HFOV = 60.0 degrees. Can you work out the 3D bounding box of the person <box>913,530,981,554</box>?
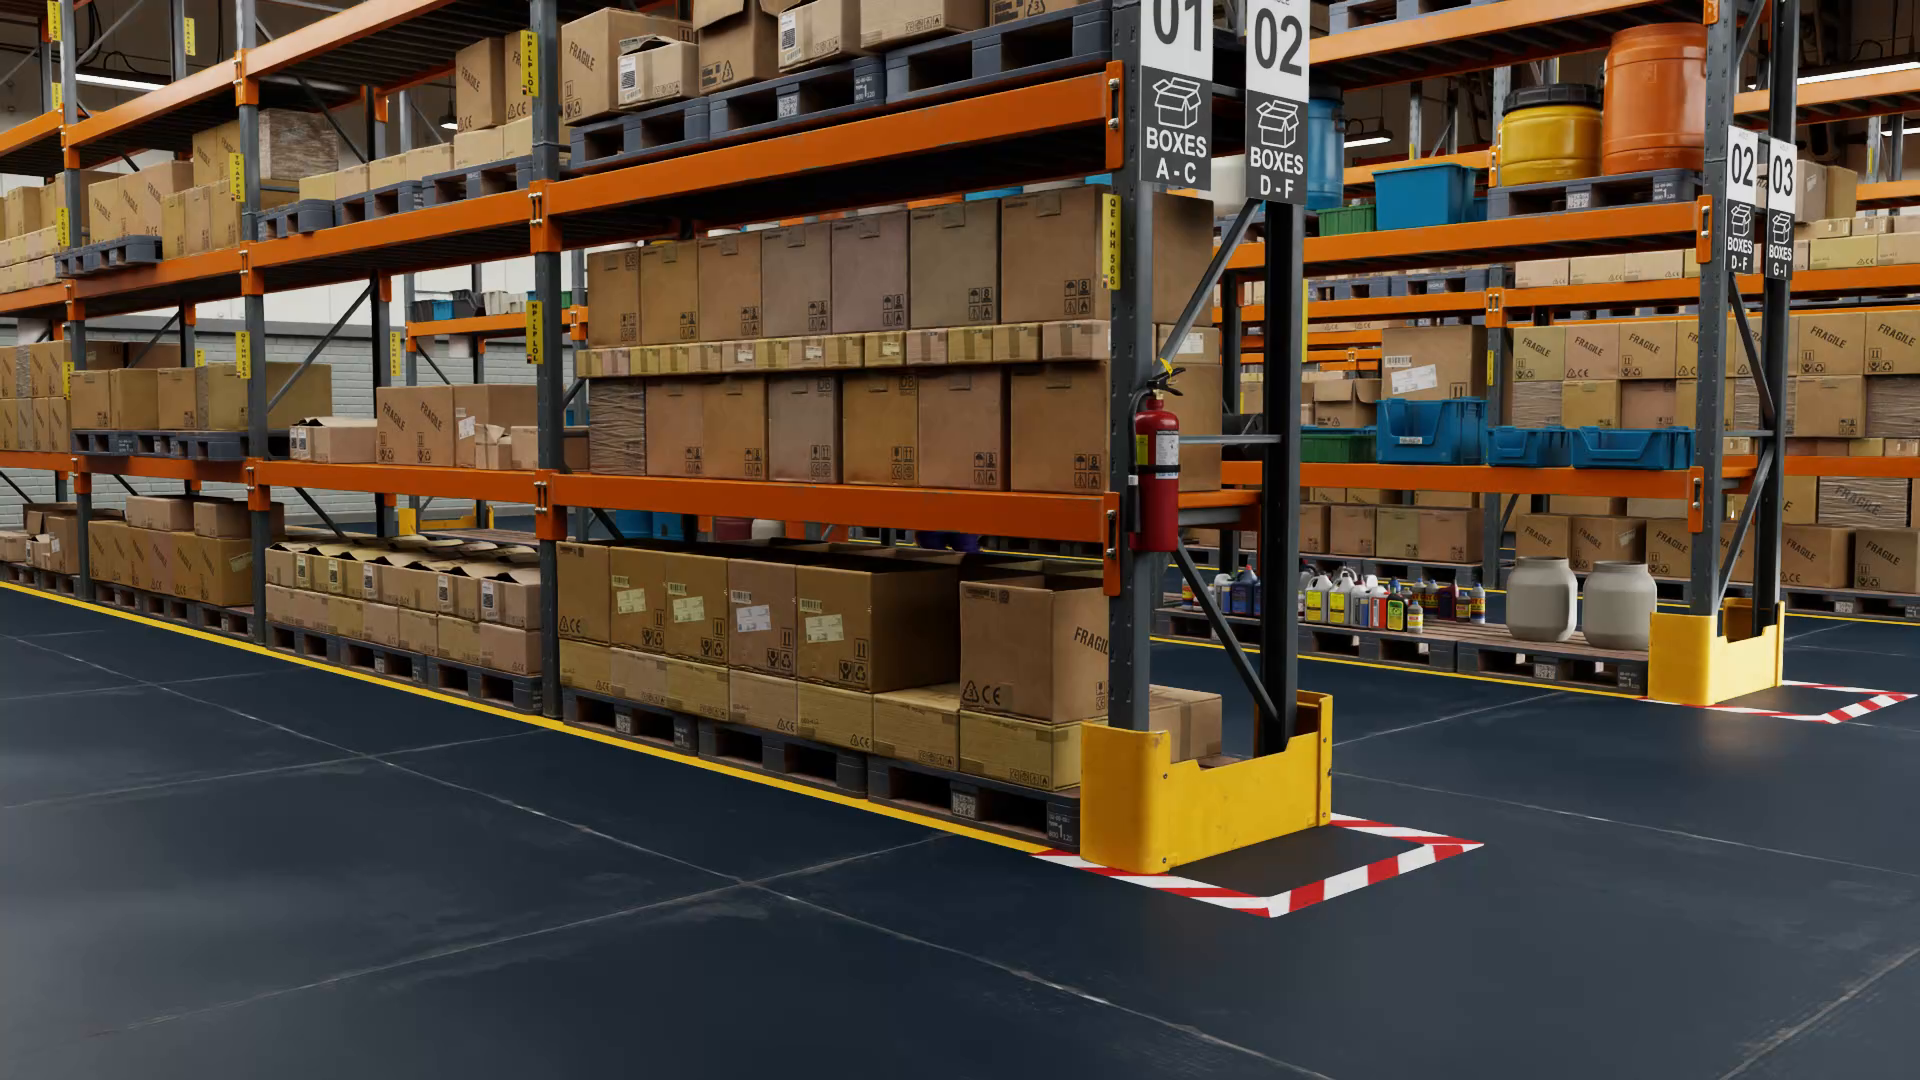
[{"bbox_3d":[-0.095,-0.097,11.851,0.492,1.647,0.444,1,4,12],"label":"person"}]
